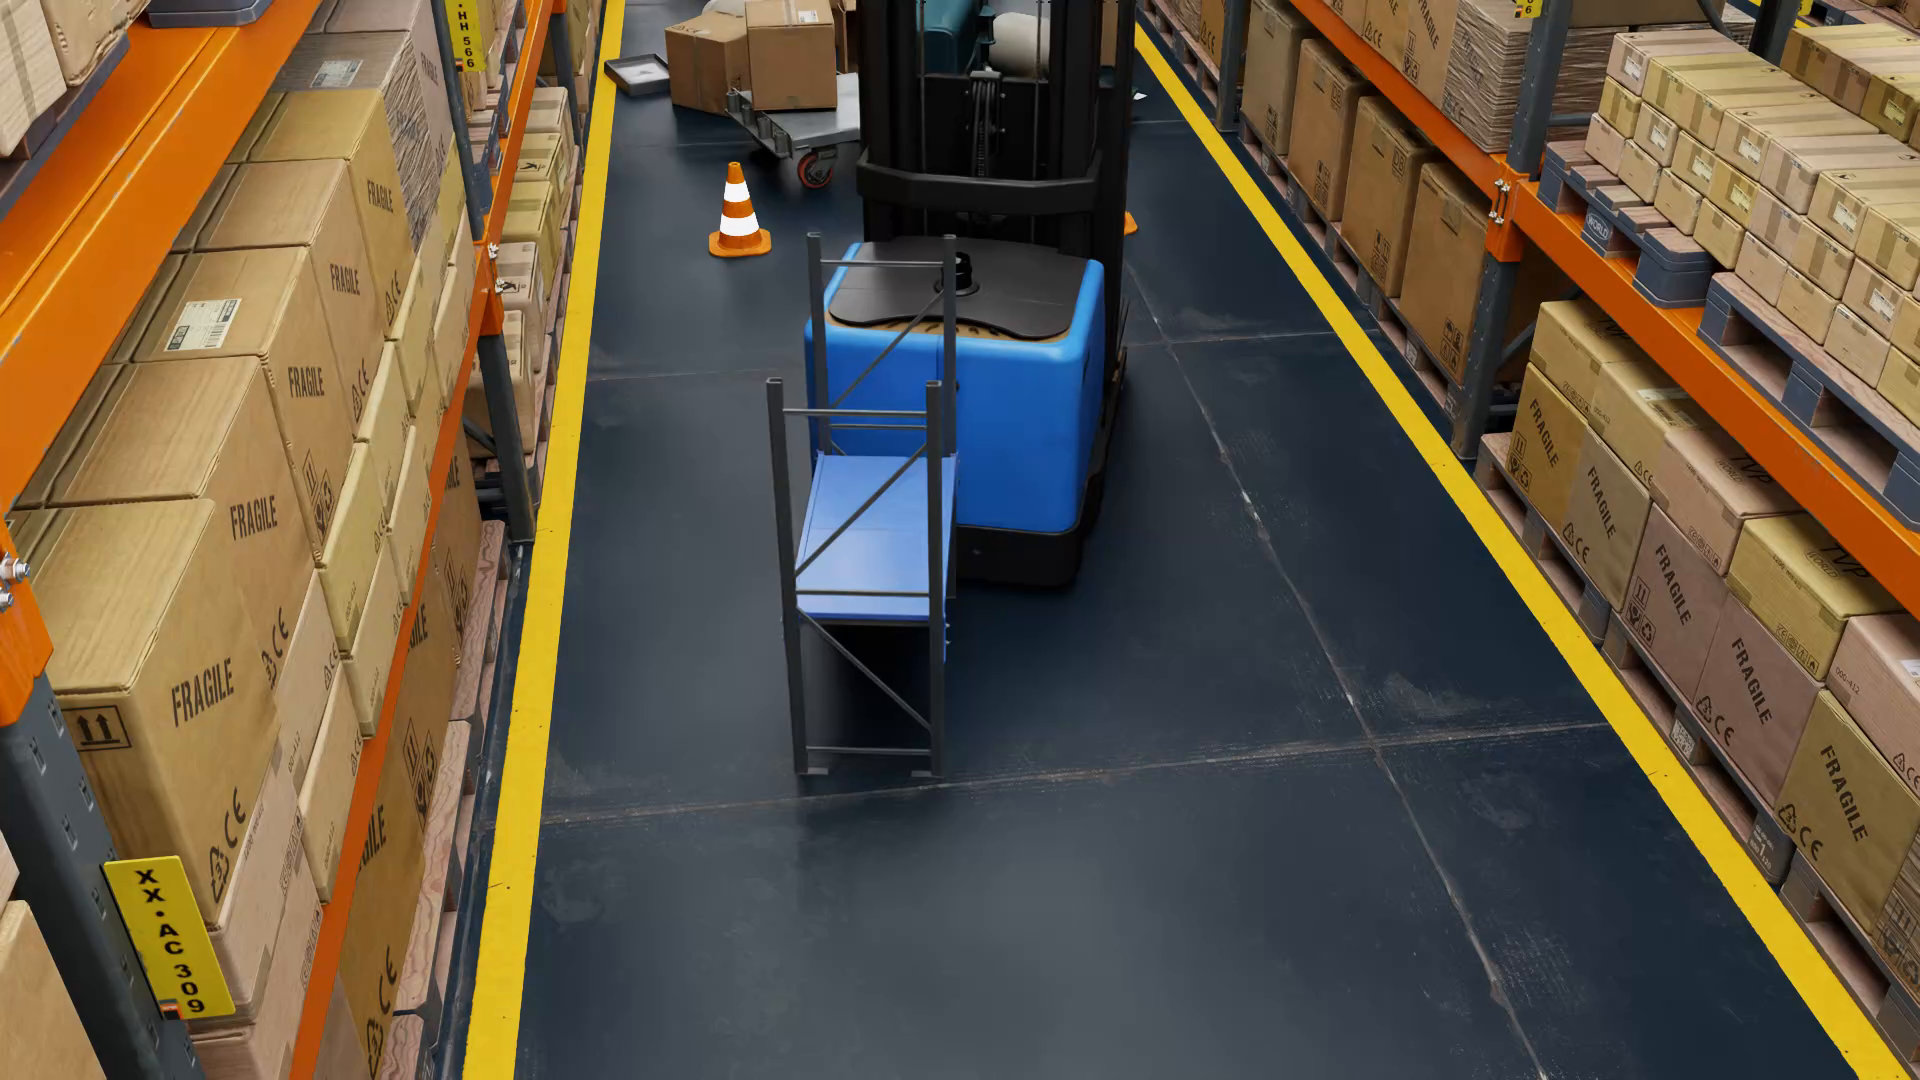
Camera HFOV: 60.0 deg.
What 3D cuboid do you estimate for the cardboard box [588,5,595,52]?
[{"bbox_3d":[-2.731,-3.432,11.192,0.500,0.250,0.500,-5,35,-7],"label":"cardboard box"}]

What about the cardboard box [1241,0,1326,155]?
[{"bbox_3d":[2.302,-2.788,9.802,1.050,0.750,0.750,-5,35,-7],"label":"cardboard box"}]

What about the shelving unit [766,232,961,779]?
[{"bbox_3d":[-0.284,-0.118,5.591,0.538,1.500,1.048,1,34,2],"label":"shelving unit"}]

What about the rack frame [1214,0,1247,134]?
[{"bbox_3d":[2.129,-3.884,9.785,1.000,3.000,0.127,-4,35,-6],"label":"rack frame"}]

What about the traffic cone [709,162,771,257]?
[{"bbox_3d":[-1.208,-1.818,9.007,0.336,0.463,0.334,-4,35,-6],"label":"traffic cone"}]

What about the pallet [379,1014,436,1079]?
[{"bbox_3d":[-1.865,1.739,4.010,1.003,0.211,1.213,-4,35,-6],"label":"pallet"}]

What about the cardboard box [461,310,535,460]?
[{"bbox_3d":[-2.290,-0.624,6.962,0.950,0.372,0.625,-7,35,-10],"label":"cardboard box"}]

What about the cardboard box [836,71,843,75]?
[{"bbox_3d":[-0.745,-2.940,10.828,0.396,0.266,0.258,27,43,34],"label":"cardboard box"}]

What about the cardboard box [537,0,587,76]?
[{"bbox_3d":[-2.574,-3.149,10.110,0.500,0.500,0.500,-3,34,-4],"label":"cardboard box"}]

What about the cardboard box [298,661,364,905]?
[{"bbox_3d":[-1.555,0.520,3.457,0.500,0.250,0.500,-5,35,-8],"label":"cardboard box"}]

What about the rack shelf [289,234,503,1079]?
[{"bbox_3d":[-1.955,0.193,4.442,1.077,0.370,4.000,-4,35,-6],"label":"rack shelf"}]

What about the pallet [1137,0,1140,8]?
[{"bbox_3d":[1.776,-4.523,13.200,1.003,0.211,1.213,-4,35,-6],"label":"pallet"}]

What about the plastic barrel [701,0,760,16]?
[{"bbox_3d":[-1.522,-3.582,11.630,0.512,0.421,0.421,20,39,26],"label":"plastic barrel"}]

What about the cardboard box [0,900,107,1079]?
[{"bbox_3d":[-1.349,0.800,1.936,0.500,0.500,0.500,-5,35,-7],"label":"cardboard box"}]

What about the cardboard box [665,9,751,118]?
[{"bbox_3d":[-1.558,-3.121,10.884,0.500,0.500,0.500,20,39,26],"label":"cardboard box"}]

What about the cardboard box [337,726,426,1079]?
[{"bbox_3d":[-1.978,0.873,4.319,0.875,0.875,0.875,-3,34,-5],"label":"cardboard box"}]

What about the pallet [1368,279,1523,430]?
[{"bbox_3d":[2.636,-0.945,7.949,1.003,0.211,1.213,-4,35,-6],"label":"pallet"}]

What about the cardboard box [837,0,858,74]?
[{"bbox_3d":[-0.421,-3.399,11.171,0.797,0.637,0.503,-4,35,-6],"label":"cardboard box"}]

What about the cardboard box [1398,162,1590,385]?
[{"bbox_3d":[2.675,-1.242,7.534,1.050,0.750,0.750,-5,35,-7],"label":"cardboard box"}]

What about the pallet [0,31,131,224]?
[{"bbox_3d":[-1.858,-0.656,2.556,0.805,0.209,1.217,-6,35,-8],"label":"pallet"}]

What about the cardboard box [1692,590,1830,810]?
[{"bbox_3d":[2.723,0.473,5.239,0.500,0.500,0.500,-5,35,-7],"label":"cardboard box"}]

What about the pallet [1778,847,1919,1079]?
[{"bbox_3d":[3.099,1.299,4.657,1.003,0.211,1.213,-4,35,-6],"label":"pallet"}]

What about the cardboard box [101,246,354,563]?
[{"bbox_3d":[-1.621,-0.272,3.509,0.500,0.500,0.500,-5,35,-8],"label":"cardboard box"}]

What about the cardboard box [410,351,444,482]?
[{"bbox_3d":[-1.763,-0.330,4.703,0.500,0.250,0.500,-5,35,-7],"label":"cardboard box"}]

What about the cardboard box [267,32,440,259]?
[{"bbox_3d":[-1.818,-1.120,4.754,0.500,0.500,0.500,-4,34,-6],"label":"cardboard box"}]

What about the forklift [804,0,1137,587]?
[{"bbox_3d":[0.180,-1.854,6.868,1.130,2.935,3.031,6,35,8],"label":"forklift"}]

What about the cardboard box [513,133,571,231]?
[{"bbox_3d":[-2.589,-1.847,8.757,0.950,0.372,0.625,-2,34,-3],"label":"cardboard box"}]

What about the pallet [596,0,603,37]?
[{"bbox_3d":[-3.216,-4.034,12.482,1.003,0.211,1.213,-4,35,-6],"label":"pallet"}]

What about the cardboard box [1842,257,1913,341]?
[{"bbox_3d":[2.748,-0.690,4.686,0.380,0.149,0.250,-3,34,-5],"label":"cardboard box"}]

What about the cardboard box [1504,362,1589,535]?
[{"bbox_3d":[2.510,-0.378,6.488,0.500,0.500,0.500,-6,35,-8],"label":"cardboard box"}]

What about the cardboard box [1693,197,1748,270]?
[{"bbox_3d":[2.638,-1.006,5.412,0.380,0.149,0.250,-3,34,-4],"label":"cardboard box"}]

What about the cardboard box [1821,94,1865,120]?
[{"bbox_3d":[3.223,-1.454,5.806,0.380,0.149,0.250,-3,34,-5],"label":"cardboard box"}]

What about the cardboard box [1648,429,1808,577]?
[{"bbox_3d":[2.642,-0.139,5.471,0.500,0.250,0.500,-4,34,-6],"label":"cardboard box"}]

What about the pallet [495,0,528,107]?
[{"bbox_3d":[-2.531,-2.243,7.547,1.003,0.211,1.213,-4,35,-6],"label":"pallet"}]

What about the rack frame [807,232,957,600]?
[{"bbox_3d":[-0.264,-0.404,6.011,0.500,1.500,0.032,1,34,2],"label":"rack frame"}]

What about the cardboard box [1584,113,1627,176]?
[{"bbox_3d":[2.527,-1.456,6.073,0.380,0.149,0.250,-5,35,-7],"label":"cardboard box"}]

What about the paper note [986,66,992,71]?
[{"bbox_3d":[0.133,-3.273,11.532,0.172,0.023,0.155,7,35,10],"label":"paper note"}]

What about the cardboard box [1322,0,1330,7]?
[{"bbox_3d":[2.067,-3.050,8.473,0.500,0.500,0.500,-5,35,-7],"label":"cardboard box"}]

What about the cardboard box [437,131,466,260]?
[{"bbox_3d":[-1.907,-1.114,5.410,0.500,0.250,0.500,-4,35,-7],"label":"cardboard box"}]

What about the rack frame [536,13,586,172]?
[{"bbox_3d":[-2.762,-3.452,9.152,1.000,3.000,0.127,-4,35,-6],"label":"rack frame"}]

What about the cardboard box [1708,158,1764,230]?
[{"bbox_3d":[2.645,-1.119,5.314,0.380,0.149,0.250,-4,35,-6],"label":"cardboard box"}]

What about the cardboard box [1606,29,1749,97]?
[{"bbox_3d":[2.538,-1.692,5.891,0.380,0.149,0.250,-4,35,-6],"label":"cardboard box"}]

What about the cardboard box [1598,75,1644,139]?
[{"bbox_3d":[2.533,-1.559,5.961,0.380,0.149,0.250,-3,34,-4],"label":"cardboard box"}]

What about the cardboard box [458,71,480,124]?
[{"bbox_3d":[-2.055,-1.827,6.041,0.500,0.500,0.500,-5,35,-8],"label":"cardboard box"}]

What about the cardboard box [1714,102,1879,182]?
[{"bbox_3d":[2.640,-1.260,5.257,0.380,0.149,0.250,-6,35,-8],"label":"cardboard box"}]

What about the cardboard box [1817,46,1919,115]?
[{"bbox_3d":[3.219,-1.588,5.738,0.380,0.149,0.250,-5,35,-7],"label":"cardboard box"}]

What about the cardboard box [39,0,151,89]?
[{"bbox_3d":[-1.517,-0.956,2.364,0.500,0.500,0.500,-5,35,-7],"label":"cardboard box"}]

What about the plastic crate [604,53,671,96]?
[{"bbox_3d":[-2.161,-3.184,11.351,0.402,0.080,0.583,-16,38,-23],"label":"plastic crate"}]

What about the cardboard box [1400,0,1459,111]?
[{"bbox_3d":[2.275,-2.202,7.229,0.500,0.500,0.500,-4,35,-6],"label":"cardboard box"}]

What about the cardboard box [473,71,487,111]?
[{"bbox_3d":[-2.079,-1.802,6.581,0.380,0.149,0.250,-7,35,-9],"label":"cardboard box"}]

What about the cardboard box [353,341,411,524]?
[{"bbox_3d":[-1.675,-0.254,4.148,0.500,0.250,0.500,-5,35,-8],"label":"cardboard box"}]

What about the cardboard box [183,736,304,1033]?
[{"bbox_3d":[-1.466,0.600,2.895,0.500,0.250,0.500,-5,35,-8],"label":"cardboard box"}]

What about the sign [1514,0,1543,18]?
[{"bbox_3d":[2.118,-2.086,6.119,0.100,0.325,0.005,-4,35,-6],"label":"sign"}]

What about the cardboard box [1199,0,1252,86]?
[{"bbox_3d":[2.114,-3.535,10.788,0.875,0.875,0.875,-4,34,-6],"label":"cardboard box"}]

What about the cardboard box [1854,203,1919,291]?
[{"bbox_3d":[2.746,-0.822,4.614,0.380,0.149,0.250,-5,35,-7],"label":"cardboard box"}]

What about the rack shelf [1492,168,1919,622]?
[{"bbox_3d":[2.936,-0.238,5.075,1.077,0.370,4.000,-4,35,-6],"label":"rack shelf"}]

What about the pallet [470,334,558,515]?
[{"bbox_3d":[-2.328,-0.504,7.302,1.003,0.211,1.213,-4,35,-6],"label":"pallet"}]

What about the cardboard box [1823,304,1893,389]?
[{"bbox_3d":[2.741,-0.571,4.775,0.380,0.149,0.250,-5,35,-8],"label":"cardboard box"}]
